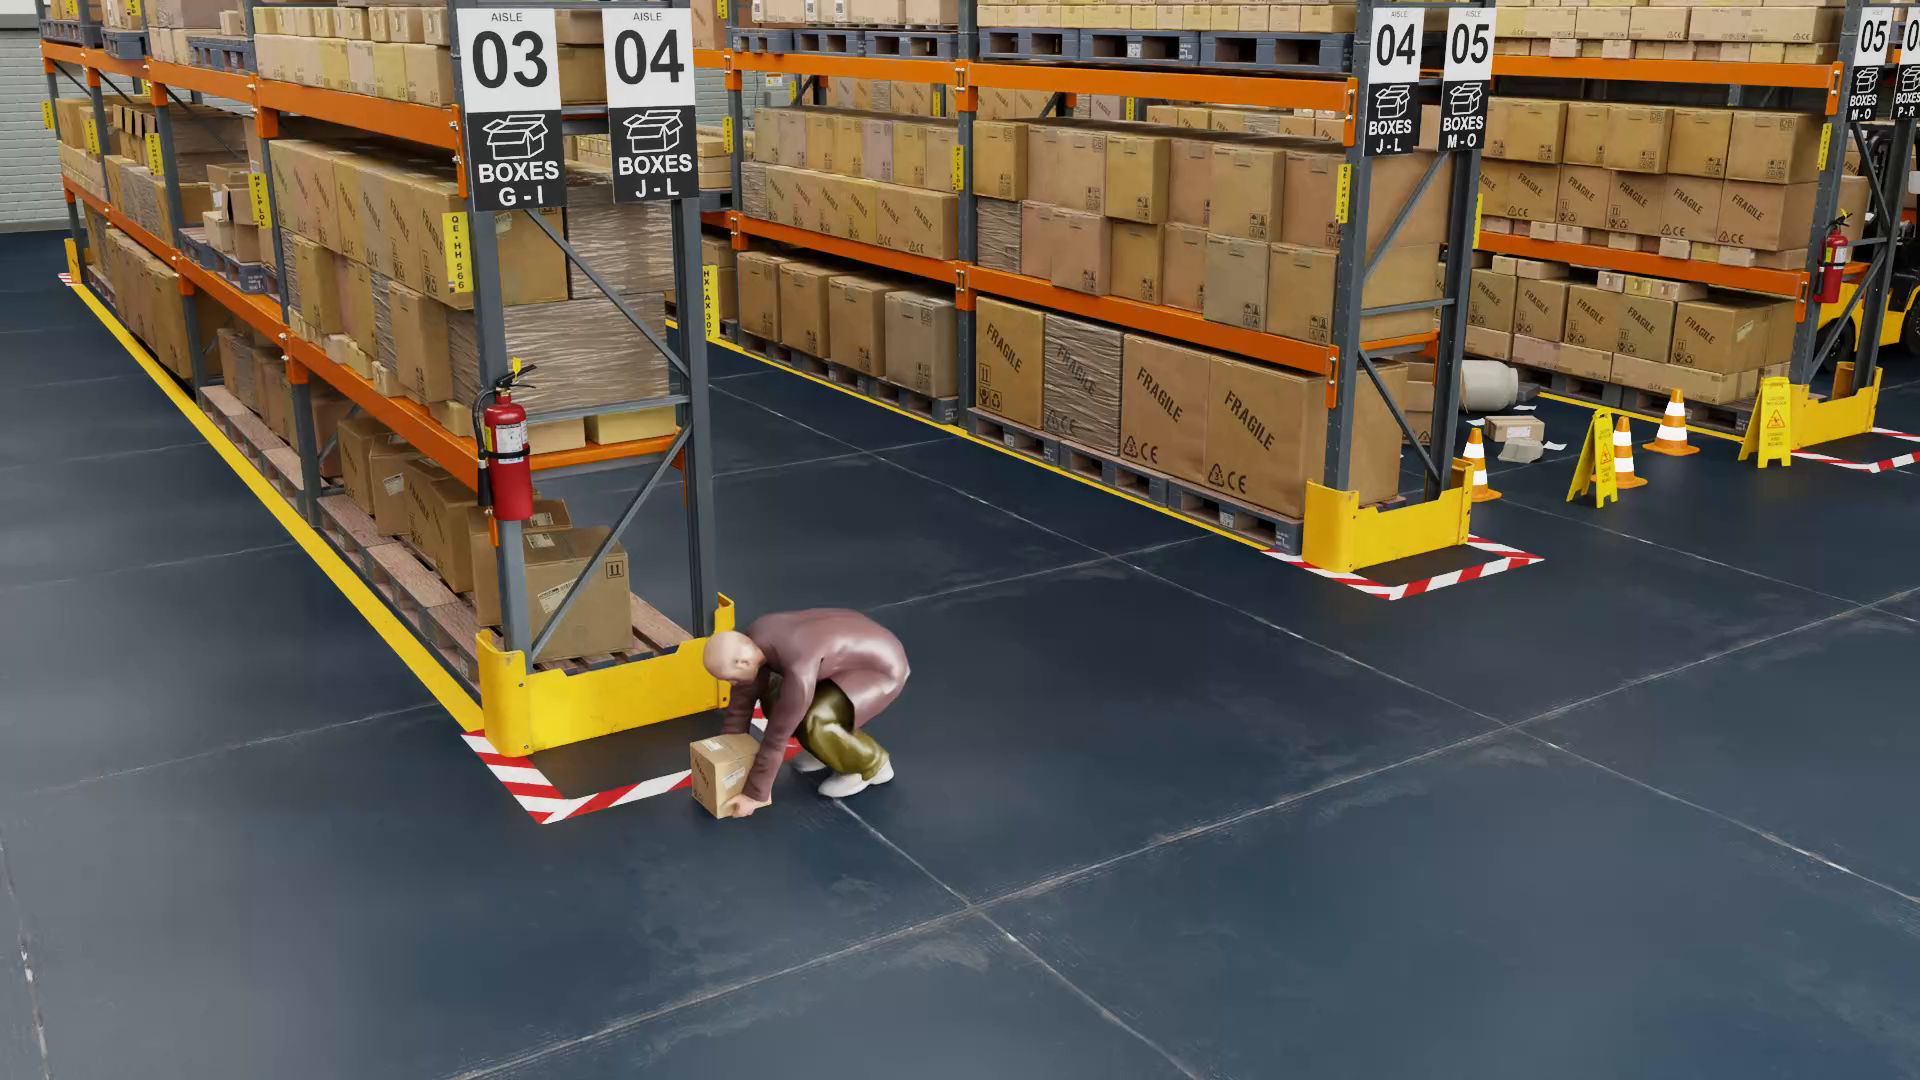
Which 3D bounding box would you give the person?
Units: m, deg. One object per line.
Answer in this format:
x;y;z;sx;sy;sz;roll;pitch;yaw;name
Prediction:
-0.657;0.692;7.083;0.943;0.811;0.577;-10;20;-28;person
